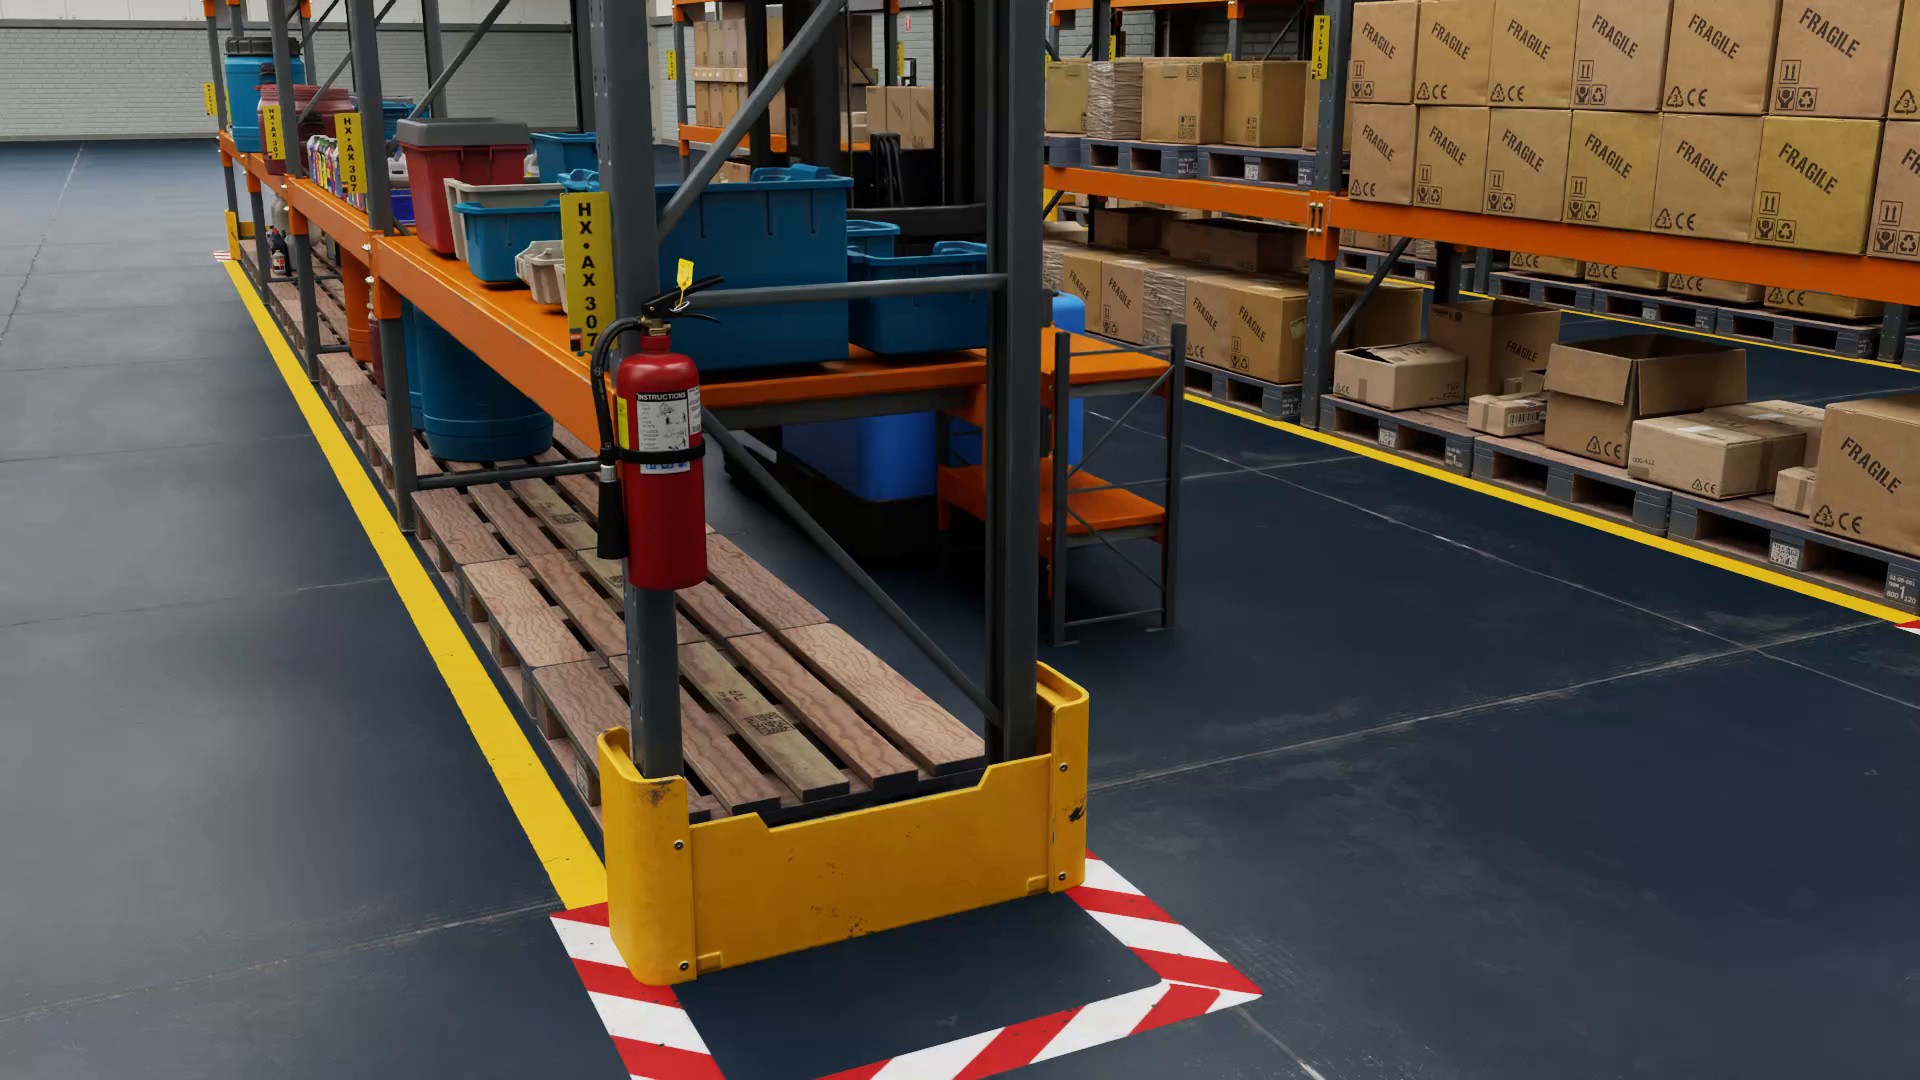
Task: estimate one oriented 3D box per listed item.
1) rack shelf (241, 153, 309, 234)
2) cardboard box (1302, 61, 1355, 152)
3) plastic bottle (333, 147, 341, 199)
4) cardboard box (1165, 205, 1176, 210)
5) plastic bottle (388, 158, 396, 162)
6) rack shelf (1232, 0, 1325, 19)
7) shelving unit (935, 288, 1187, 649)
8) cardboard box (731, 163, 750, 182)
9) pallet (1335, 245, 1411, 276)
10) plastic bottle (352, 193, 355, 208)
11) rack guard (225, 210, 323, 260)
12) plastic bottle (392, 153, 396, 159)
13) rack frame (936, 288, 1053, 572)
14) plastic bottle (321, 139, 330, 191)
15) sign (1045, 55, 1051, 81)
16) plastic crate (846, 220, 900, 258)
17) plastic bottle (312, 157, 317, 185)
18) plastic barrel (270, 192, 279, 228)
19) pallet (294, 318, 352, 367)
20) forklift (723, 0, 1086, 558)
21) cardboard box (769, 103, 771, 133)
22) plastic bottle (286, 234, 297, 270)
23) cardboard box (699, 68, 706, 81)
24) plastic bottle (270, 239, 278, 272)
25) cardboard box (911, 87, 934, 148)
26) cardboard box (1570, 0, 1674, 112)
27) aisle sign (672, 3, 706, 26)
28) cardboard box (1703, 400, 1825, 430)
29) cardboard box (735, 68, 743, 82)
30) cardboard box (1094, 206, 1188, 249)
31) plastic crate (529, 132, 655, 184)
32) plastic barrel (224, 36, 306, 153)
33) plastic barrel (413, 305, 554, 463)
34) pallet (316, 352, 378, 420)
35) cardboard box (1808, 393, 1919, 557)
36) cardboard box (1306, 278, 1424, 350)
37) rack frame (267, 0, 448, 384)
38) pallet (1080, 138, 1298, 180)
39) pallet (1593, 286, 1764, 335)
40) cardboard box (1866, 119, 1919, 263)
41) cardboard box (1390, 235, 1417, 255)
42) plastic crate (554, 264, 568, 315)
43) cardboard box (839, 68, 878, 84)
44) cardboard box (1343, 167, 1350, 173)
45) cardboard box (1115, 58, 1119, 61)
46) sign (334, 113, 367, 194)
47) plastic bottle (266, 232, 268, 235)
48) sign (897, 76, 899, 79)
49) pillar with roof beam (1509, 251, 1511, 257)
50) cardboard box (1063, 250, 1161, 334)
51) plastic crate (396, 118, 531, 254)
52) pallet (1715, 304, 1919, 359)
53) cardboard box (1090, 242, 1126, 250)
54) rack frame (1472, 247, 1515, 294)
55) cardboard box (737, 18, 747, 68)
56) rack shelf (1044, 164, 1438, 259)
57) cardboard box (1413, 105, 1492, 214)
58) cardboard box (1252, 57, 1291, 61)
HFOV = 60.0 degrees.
[{"bbox_3d":[-4.663,-2.681,12.460,1.077,0.370,4.000,-8,18,-25],"label":"rack shelf"},{"bbox_3d":[2.413,-2.531,9.691,0.500,0.500,0.700,15,22,42],"label":"cardboard box"},{"bbox_3d":[-3.280,-1.981,8.942,0.152,0.276,0.135,-8,18,-25],"label":"plastic bottle"},{"bbox_3d":[2.684,-3.960,19.984,0.380,0.149,0.250,-9,18,-29],"label":"cardboard box"},{"bbox_3d":[-2.658,-1.629,7.714,0.152,0.276,0.135,-8,18,-25],"label":"plastic bottle"},{"bbox_3d":[4.243,-5.320,16.218,1.077,0.370,4.000,-8,18,-25],"label":"rack shelf"},{"bbox_3d":[0.348,-0.315,6.308,0.538,1.125,1.048,-7,17,-23],"label":"shelving unit"},{"bbox_3d":[-2.148,-3.821,17.992,0.500,0.500,0.500,-8,18,-25],"label":"cardboard box"},{"bbox_3d":[4.247,-2.884,16.918,1.003,0.211,1.213,-8,18,-25],"label":"pallet"},{"bbox_3d":[-3.013,-1.777,8.365,0.097,0.201,0.097,0,16,0],"label":"plastic bottle"},{"bbox_3d":[-7.216,-3.300,17.844,1.175,0.500,0.348,-8,18,-25],"label":"rack guard"},{"bbox_3d":[-2.775,-1.771,8.219,0.097,0.271,0.097,0,16,0],"label":"plastic bottle"},{"bbox_3d":[0.140,-0.443,6.753,0.500,1.125,0.032,-7,17,-23],"label":"rack frame"},{"bbox_3d":[-3.567,-2.118,9.405,0.061,0.283,0.133,-8,18,-25],"label":"plastic bottle"},{"bbox_3d":[1.126,-6.062,21.369,0.100,0.325,0.005,-8,18,-25],"label":"sign"},{"bbox_3d":[-0.383,-0.760,4.656,0.416,0.233,0.300,-8,18,-25],"label":"plastic crate"},{"bbox_3d":[-3.819,-2.233,9.954,0.097,0.201,0.097,0,16,0],"label":"plastic bottle"},{"bbox_3d":[-6.935,-3.367,17.294,0.421,0.512,0.421,0,16,0],"label":"plastic barrel"},{"bbox_3d":[-4.092,-1.388,11.703,1.003,0.211,1.213,-8,18,-25],"label":"pallet"},{"bbox_3d":[-0.527,-1.695,7.845,1.130,2.935,3.031,-7,17,-23],"label":"forklift"},{"bbox_3d":[-1.738,-4.533,17.427,0.700,0.500,0.500,-7,18,-24],"label":"cardboard box"},{"bbox_3d":[-5.951,-2.603,14.890,0.144,0.351,0.185,-8,18,-25],"label":"plastic bottle"},{"bbox_3d":[-2.741,-5.284,18.868,0.380,0.149,0.250,-8,18,-26],"label":"cardboard box"},{"bbox_3d":[-6.047,-2.508,14.680,0.061,0.283,0.133,-7,17,-22],"label":"plastic bottle"},{"bbox_3d":[-0.082,-3.591,14.145,0.500,0.500,0.500,-9,18,-28],"label":"cardboard box"},{"bbox_3d":[3.051,-2.131,7.246,0.500,0.500,0.500,-7,17,-23],"label":"cardboard box"},{"bbox_3d":[-3.142,-6.341,19.197,0.394,0.787,0.004,-8,18,-25],"label":"aisle sign"},{"bbox_3d":[3.751,-0.452,7.575,0.500,0.250,0.500,-8,18,-25],"label":"cardboard box"},{"bbox_3d":[-2.186,-4.968,17.766,0.380,0.149,0.250,-7,18,-24],"label":"cardboard box"},{"bbox_3d":[1.317,-2.282,12.140,0.500,0.250,0.500,-7,17,-23],"label":"cardboard box"},{"bbox_3d":[-1.524,-1.486,6.911,0.392,0.384,0.575,-8,18,-25],"label":"plastic crate"},{"bbox_3d":[-5.643,-3.632,13.559,0.600,0.901,0.708,-8,18,-25],"label":"plastic barrel"},{"bbox_3d":[-2.258,-0.870,7.885,0.600,0.901,0.708,-8,18,-25],"label":"plastic barrel"},{"bbox_3d":[-3.404,-1.000,10.354,1.003,0.211,1.213,-8,18,-25],"label":"pallet"},{"bbox_3d":[3.712,-0.260,6.453,0.500,0.500,0.500,-8,18,-25],"label":"cardboard box"},{"bbox_3d":[2.427,-1.296,10.064,0.500,0.500,0.500,-9,18,-27],"label":"cardboard box"},{"bbox_3d":[-3.787,-2.531,10.633,1.000,3.000,0.127,-8,18,-25],"label":"rack frame"},{"bbox_3d":[1.523,-2.555,11.064,1.003,0.211,1.213,-8,18,-25],"label":"pallet"},{"bbox_3d":[5.927,-1.881,13.424,1.003,0.211,1.213,-8,18,-25],"label":"pallet"},{"bbox_3d":[3.731,-1.271,6.062,0.500,0.500,0.500,-7,17,-23],"label":"cardboard box"},{"bbox_3d":[4.635,-3.052,16.183,0.700,0.500,0.500,-8,18,-25],"label":"cardboard box"},{"bbox_3d":[-0.916,-0.704,4.633,0.396,0.136,0.243,-8,18,-25],"label":"plastic crate"},{"bbox_3d":[-1.029,-4.571,16.382,0.380,0.149,0.250,-8,18,-25],"label":"cardboard box"},{"bbox_3d":[4.131,-3.673,16.986,0.500,0.250,0.500,-8,18,-26],"label":"cardboard box"},{"bbox_3d":[1.981,-5.603,20.212,0.500,0.500,0.500,-8,18,-27],"label":"cardboard box"},{"bbox_3d":[-2.530,-1.606,6.909,0.100,0.325,0.005,-8,18,-25],"label":"sign"},{"bbox_3d":[-6.374,-2.719,15.426,0.152,0.276,0.135,-7,18,-24],"label":"plastic bottle"},{"bbox_3d":[-1.134,-8.167,29.248,0.001,0.109,0.331,-8,18,-25],"label":"sign"},{"bbox_3d":[1.457,-6.519,13.652,9.100,9.000,0.400,-8,18,-25],"label":"pillar with roof beam"},{"bbox_3d":[1.059,-1.737,11.601,0.500,0.500,0.500,-8,18,-26],"label":"cardboard box"},{"bbox_3d":[-1.869,-1.347,6.283,0.402,0.464,0.583,-8,18,-25],"label":"plastic crate"},{"bbox_3d":[6.465,-1.578,12.368,1.003,0.211,1.213,-8,18,-25],"label":"pallet"},{"bbox_3d":[1.288,-1.935,12.290,0.500,0.500,0.500,-7,17,-23],"label":"cardboard box"},{"bbox_3d":[5.119,-3.728,14.805,1.000,3.000,0.127,-8,18,-25],"label":"rack frame"},{"bbox_3d":[-1.945,-5.275,17.661,0.700,0.500,0.500,-8,18,-25],"label":"cardboard box"},{"bbox_3d":[1.543,-2.287,11.087,1.077,0.370,4.000,-8,18,-25],"label":"rack shelf"},{"bbox_3d":[2.625,-1.899,8.249,0.500,0.500,0.500,-7,18,-24],"label":"cardboard box"},{"bbox_3d":[3.348,-5.160,18.670,0.500,0.500,0.500,-8,18,-26],"label":"cardboard box"}]
